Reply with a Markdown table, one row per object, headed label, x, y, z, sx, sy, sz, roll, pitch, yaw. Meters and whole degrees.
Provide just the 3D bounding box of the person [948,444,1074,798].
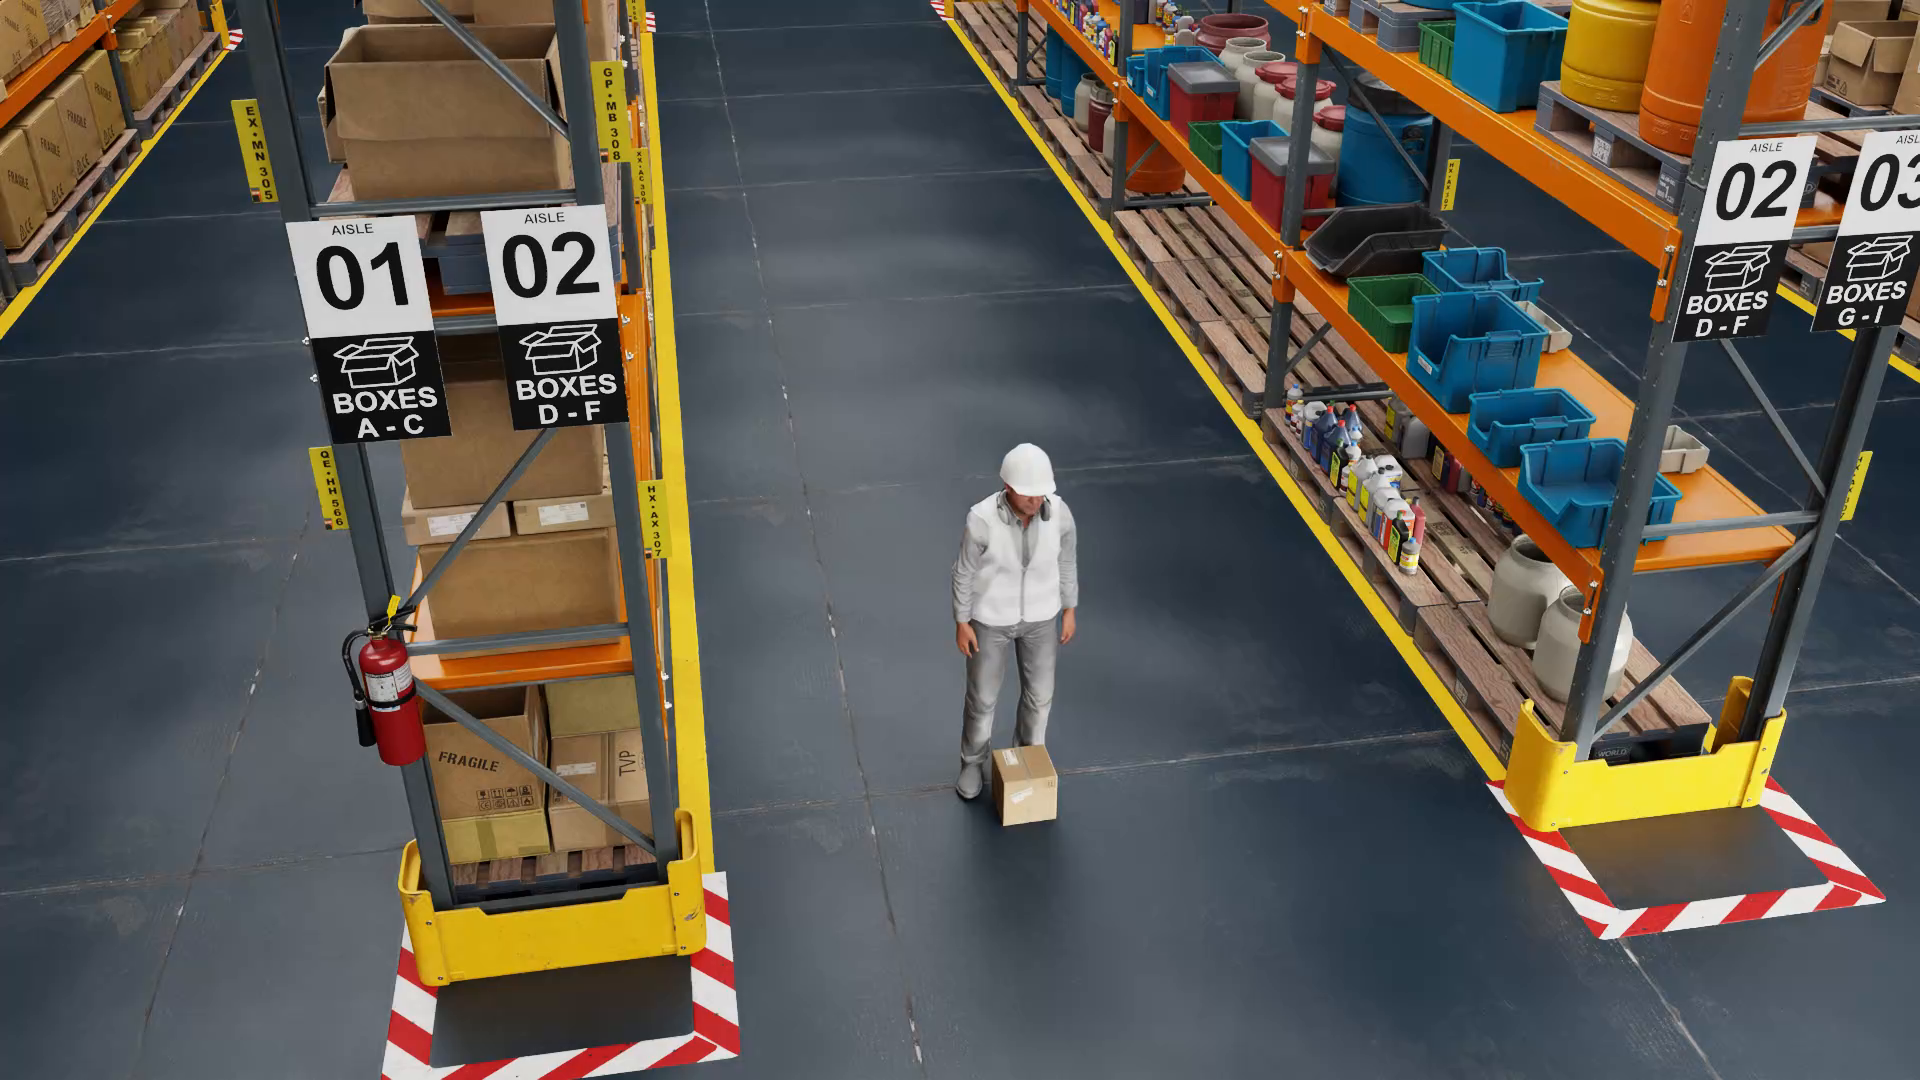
| label | x | y | z | sx | sy | sz | roll | pitch | yaw |
| --- | --- | --- | --- | --- | --- | --- | --- | --- | --- |
| person | 0.231 | 0.350 | 7.520 | 0.572 | 1.767 | 0.473 | -6 | 31 | -11 |
